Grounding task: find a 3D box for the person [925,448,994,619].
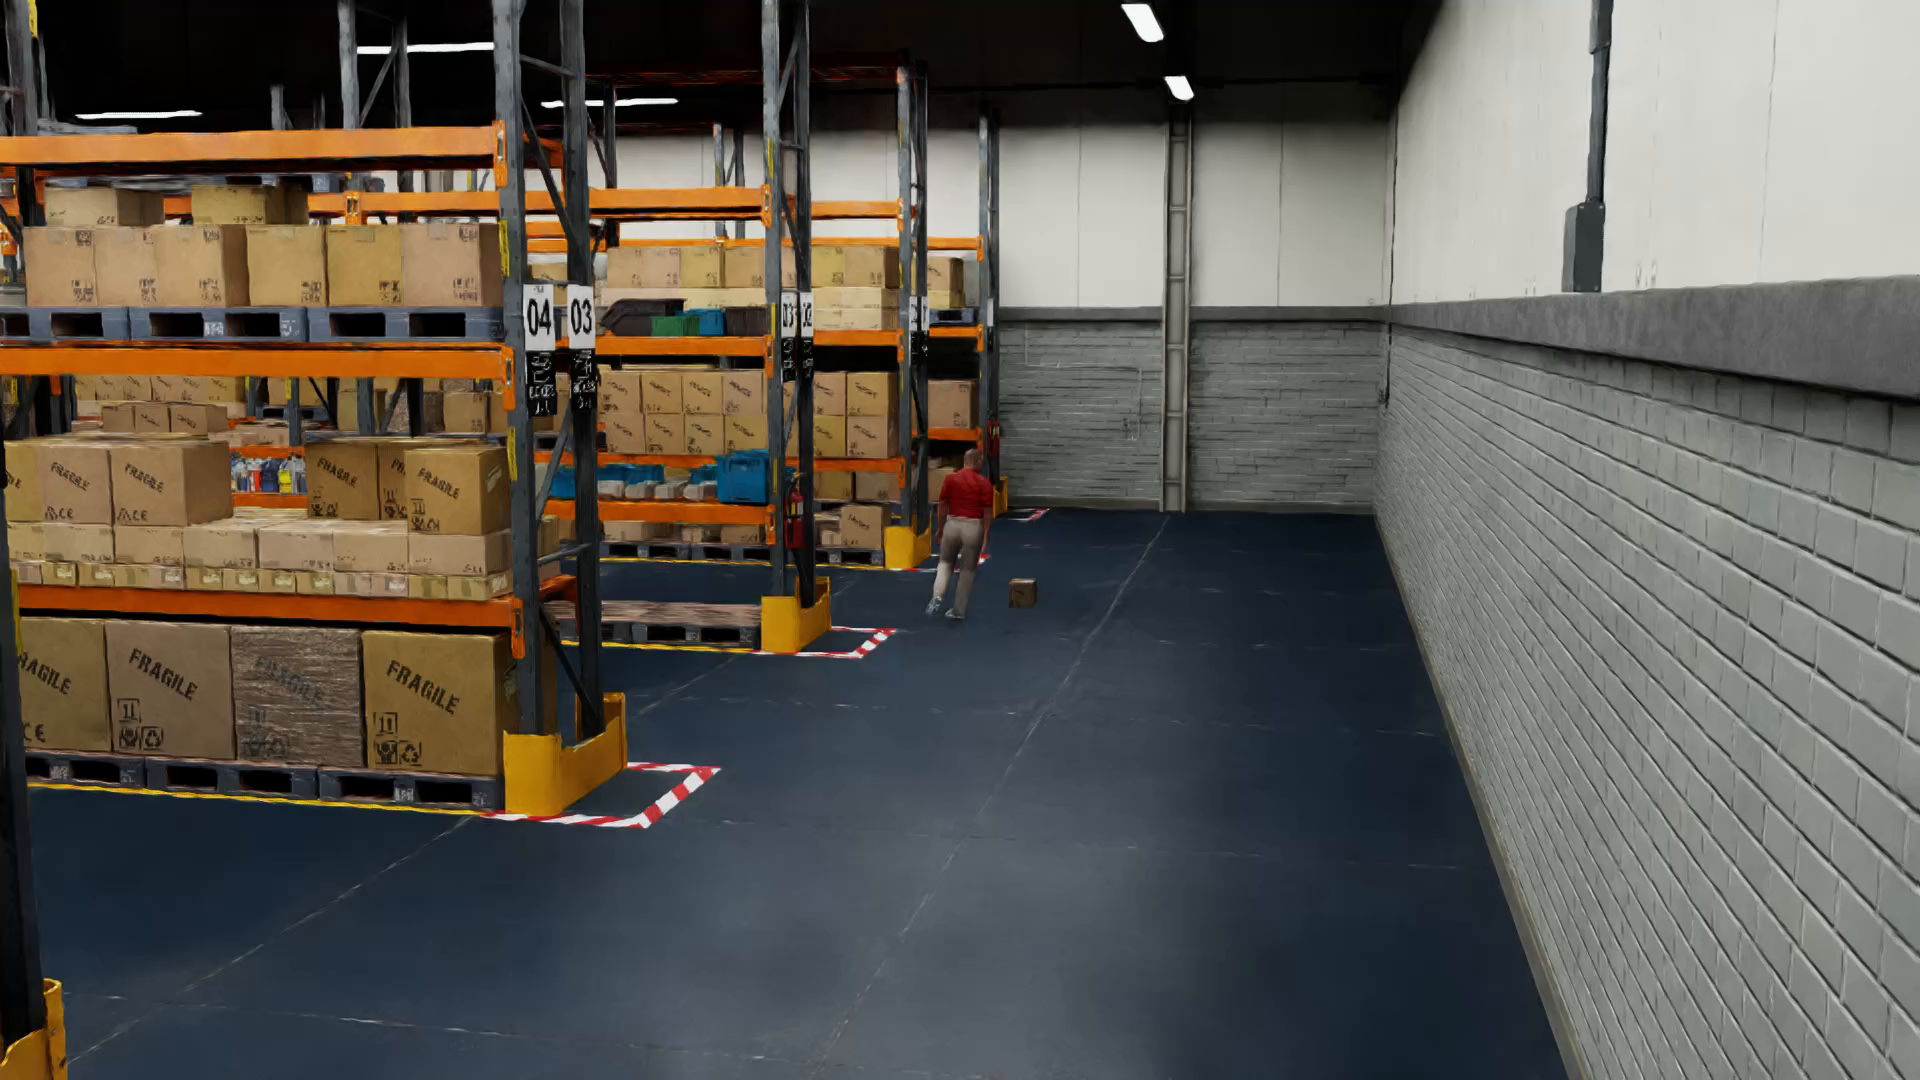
[{"bbox_3d":[0.007,-0.058,16.381,0.684,1.711,0.476,1,8,10],"label":"person"}]
